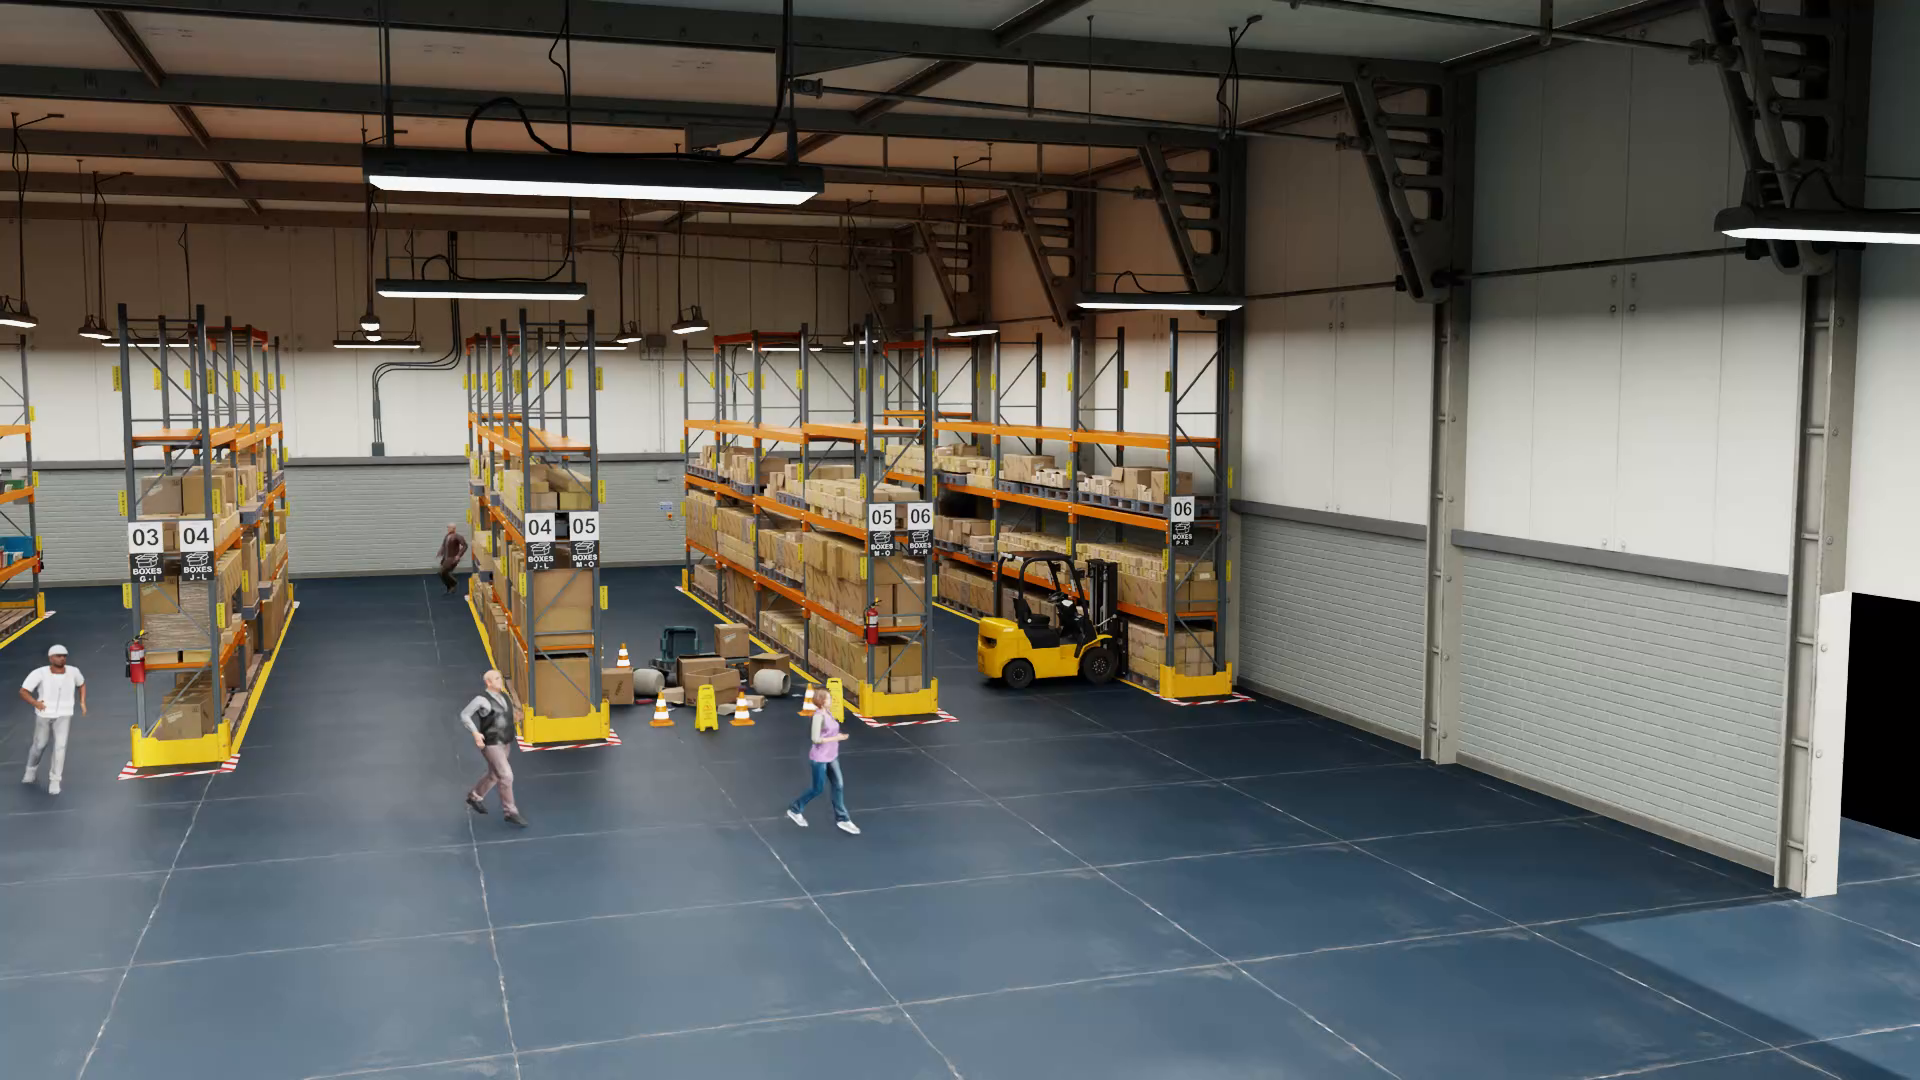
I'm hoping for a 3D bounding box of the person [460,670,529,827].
[{"bbox_3d":[-5.269,2.339,18.862,0.915,1.740,0.645,2,6,18],"label":"person"}]

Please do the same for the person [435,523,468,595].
[{"bbox_3d":[-11.929,0.499,38.925,0.774,1.633,0.573,5,7,41],"label":"person"}]

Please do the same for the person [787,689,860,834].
[{"bbox_3d":[-1.521,2.438,18.398,0.838,1.607,0.531,2,6,20],"label":"person"}]

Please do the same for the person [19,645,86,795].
[{"bbox_3d":[-11.174,2.178,20.550,0.758,1.766,0.915,-4,7,-37],"label":"person"}]
